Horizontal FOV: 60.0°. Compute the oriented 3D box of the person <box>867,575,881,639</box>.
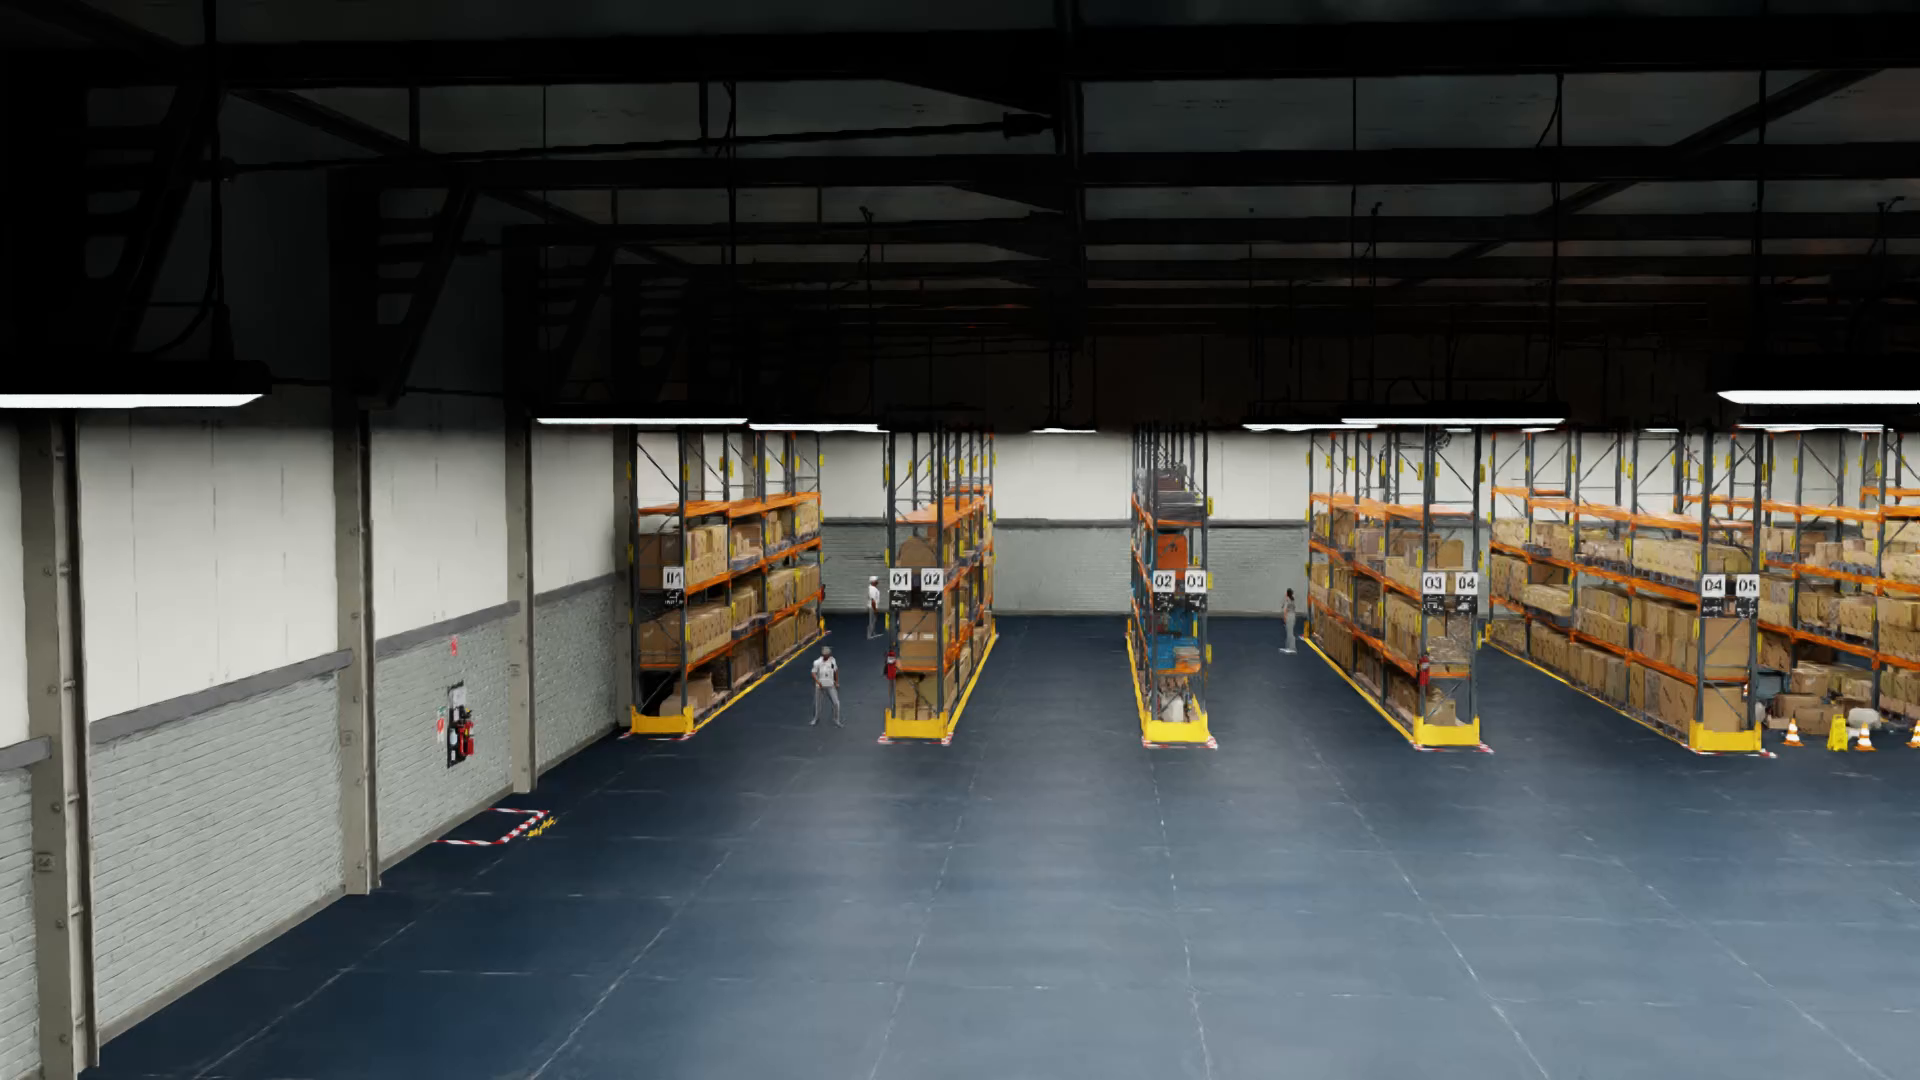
[{"bbox_3d":[-2.401,1.871,46.586,0.387,1.772,0.703,0,4,-1],"label":"person"}]

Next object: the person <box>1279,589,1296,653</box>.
[{"bbox_3d":[8.610,2.114,43.610,0.564,1.666,0.564,3,4,35],"label":"person"}]

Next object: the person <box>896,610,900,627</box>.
[{"bbox_3d":[-1.825,1.811,49.633,0.417,1.517,1.036,0,4,7],"label":"person"}]

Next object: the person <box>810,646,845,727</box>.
[{"bbox_3d":[-2.621,2.848,32.609,0.622,1.608,0.822,-1,4,-12],"label":"person"}]
